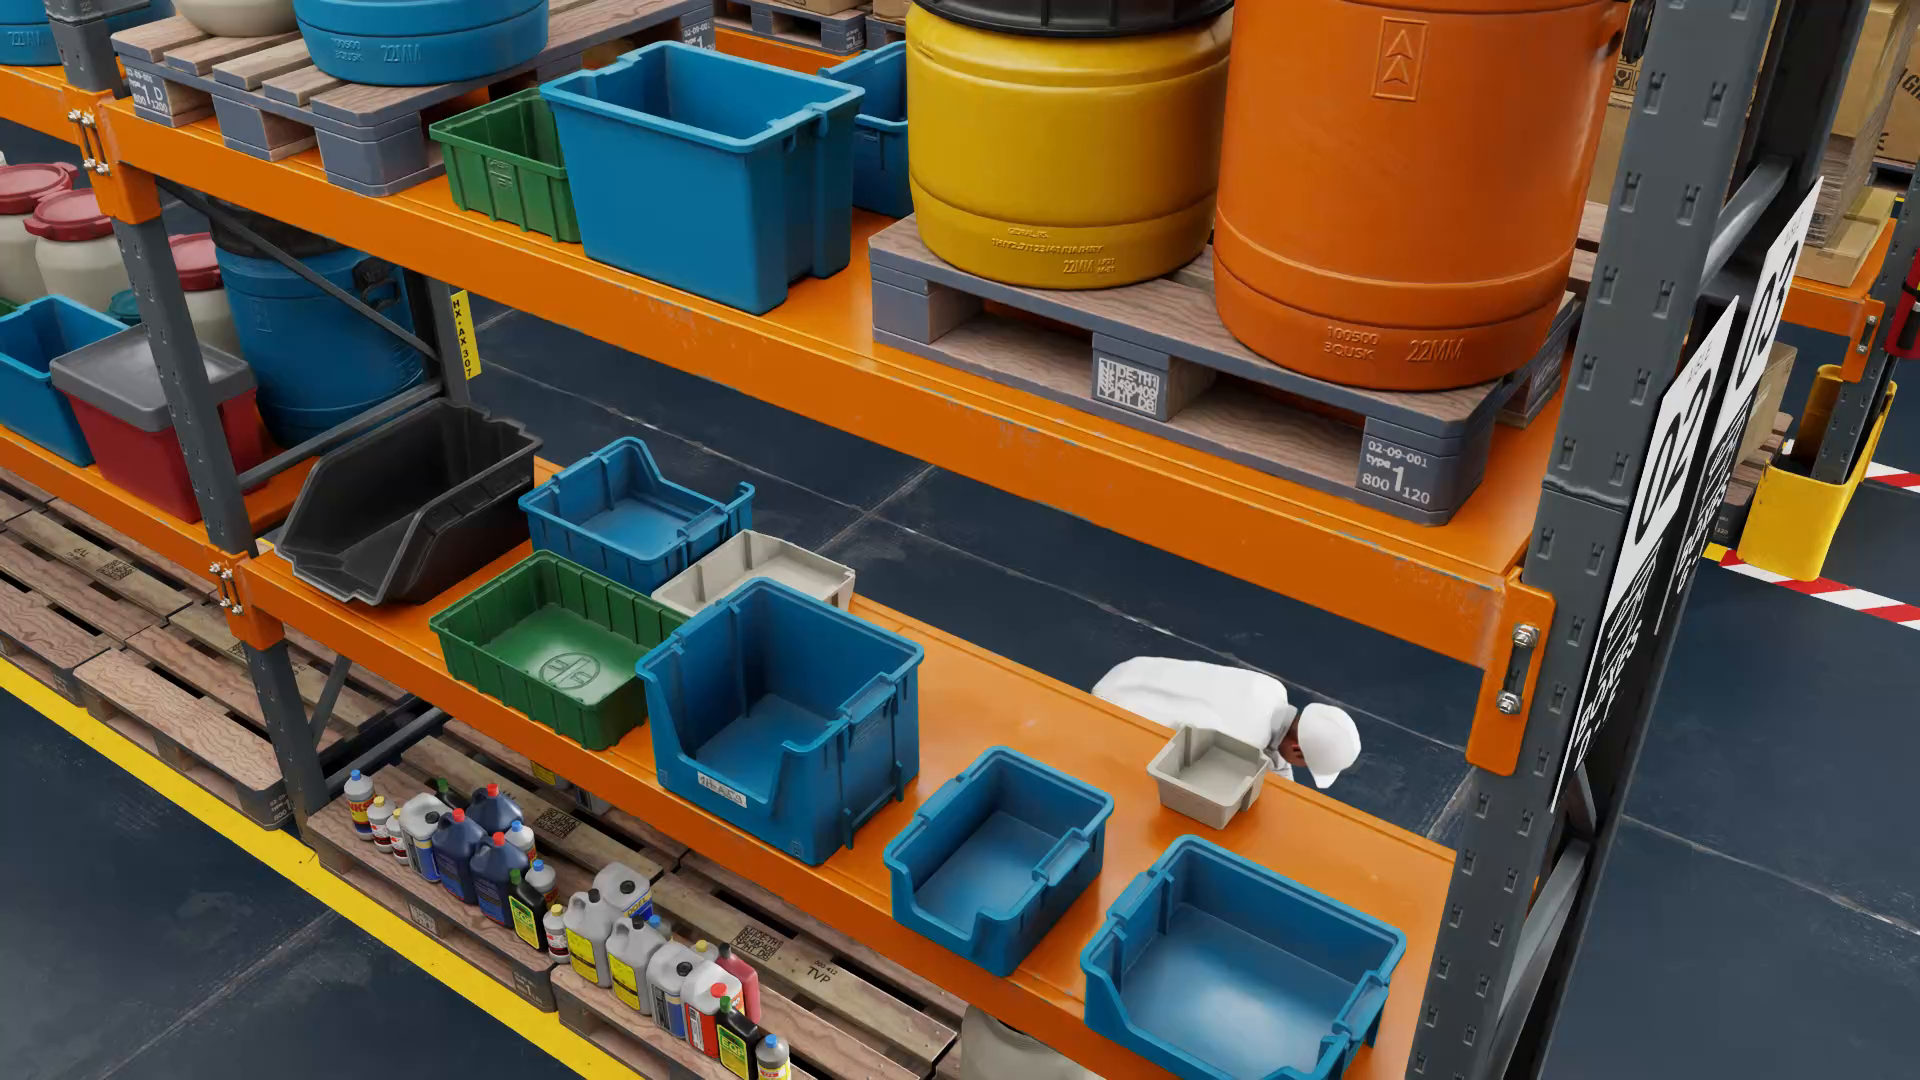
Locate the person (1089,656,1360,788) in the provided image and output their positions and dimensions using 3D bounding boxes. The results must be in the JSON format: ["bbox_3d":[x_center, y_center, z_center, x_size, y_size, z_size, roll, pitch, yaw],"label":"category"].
[{"bbox_3d":[0.889,0.812,5.860,0.974,0.820,0.509,21,39,27],"label":"person"}]
